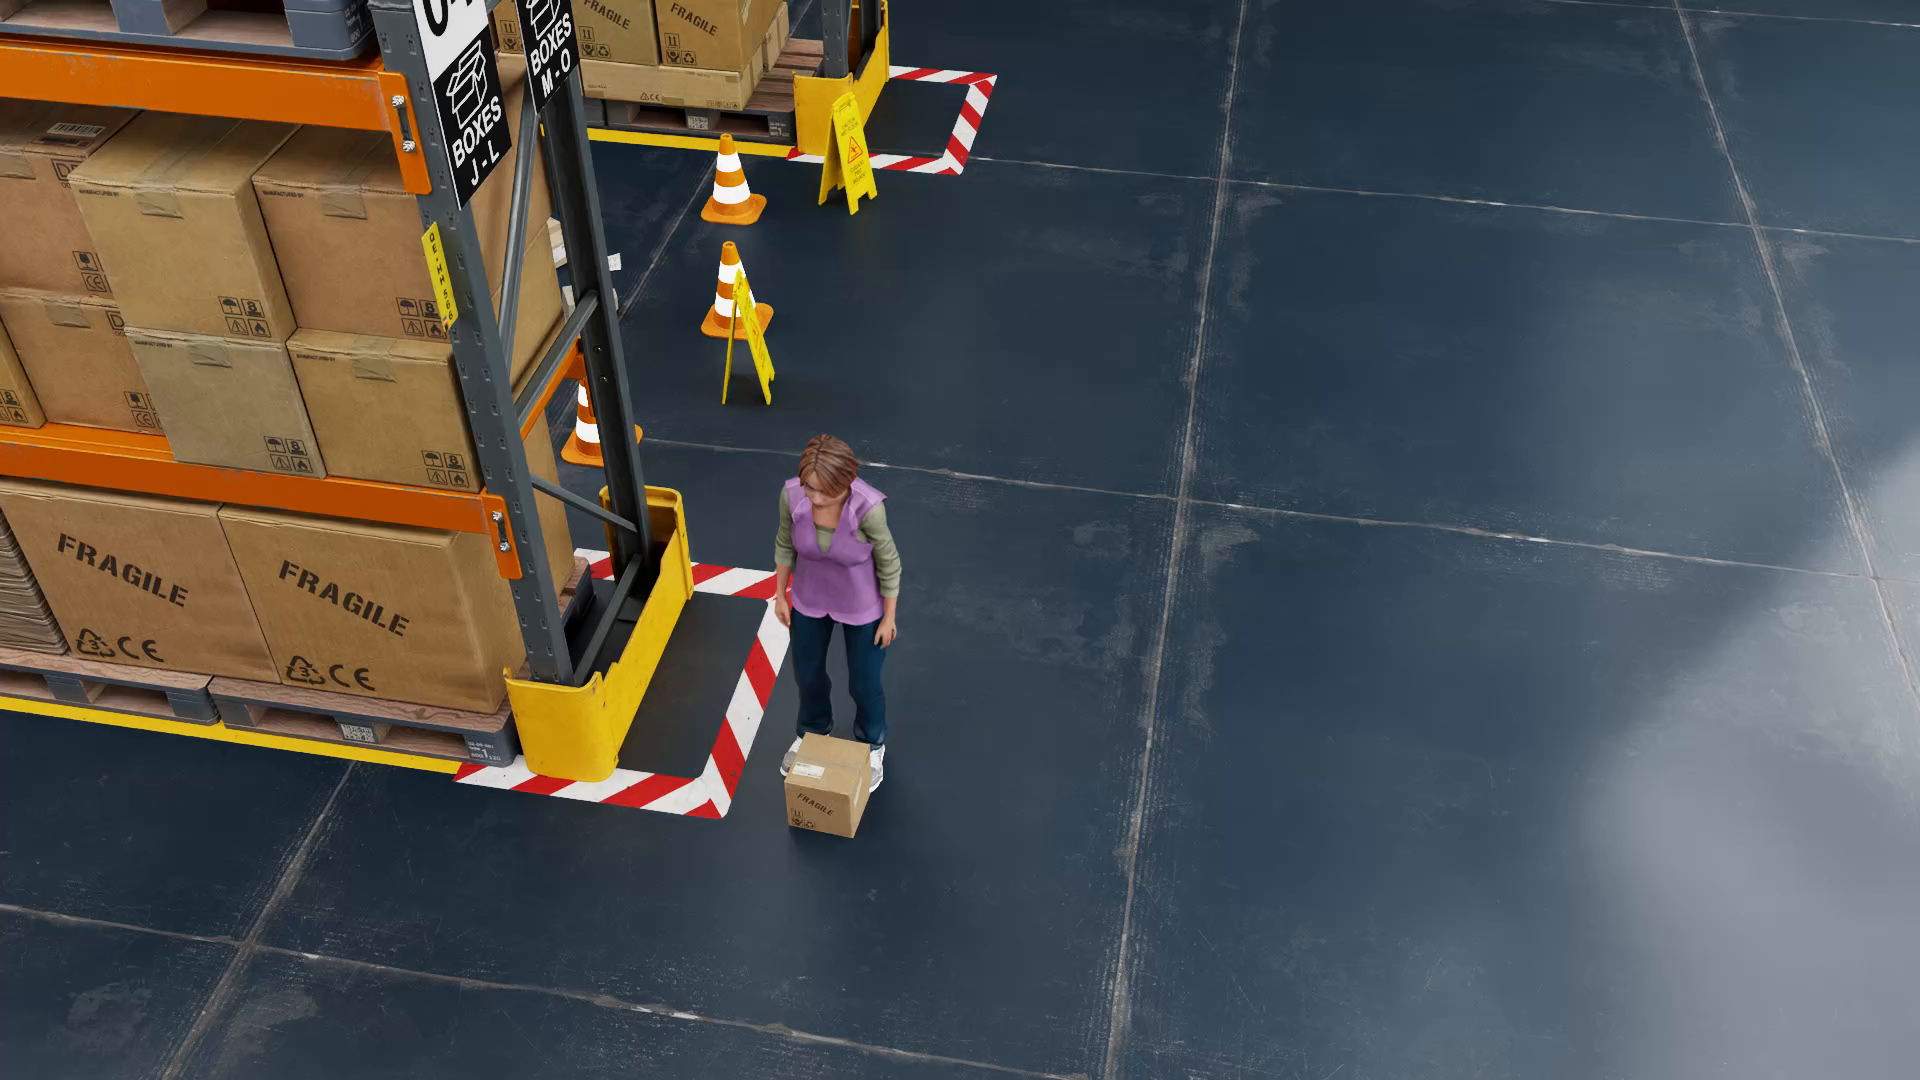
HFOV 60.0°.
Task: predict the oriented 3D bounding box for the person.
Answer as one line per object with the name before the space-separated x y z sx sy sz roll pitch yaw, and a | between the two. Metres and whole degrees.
person | -0.431 0.244 5.888 0.459 1.591 0.346 10 42 12
